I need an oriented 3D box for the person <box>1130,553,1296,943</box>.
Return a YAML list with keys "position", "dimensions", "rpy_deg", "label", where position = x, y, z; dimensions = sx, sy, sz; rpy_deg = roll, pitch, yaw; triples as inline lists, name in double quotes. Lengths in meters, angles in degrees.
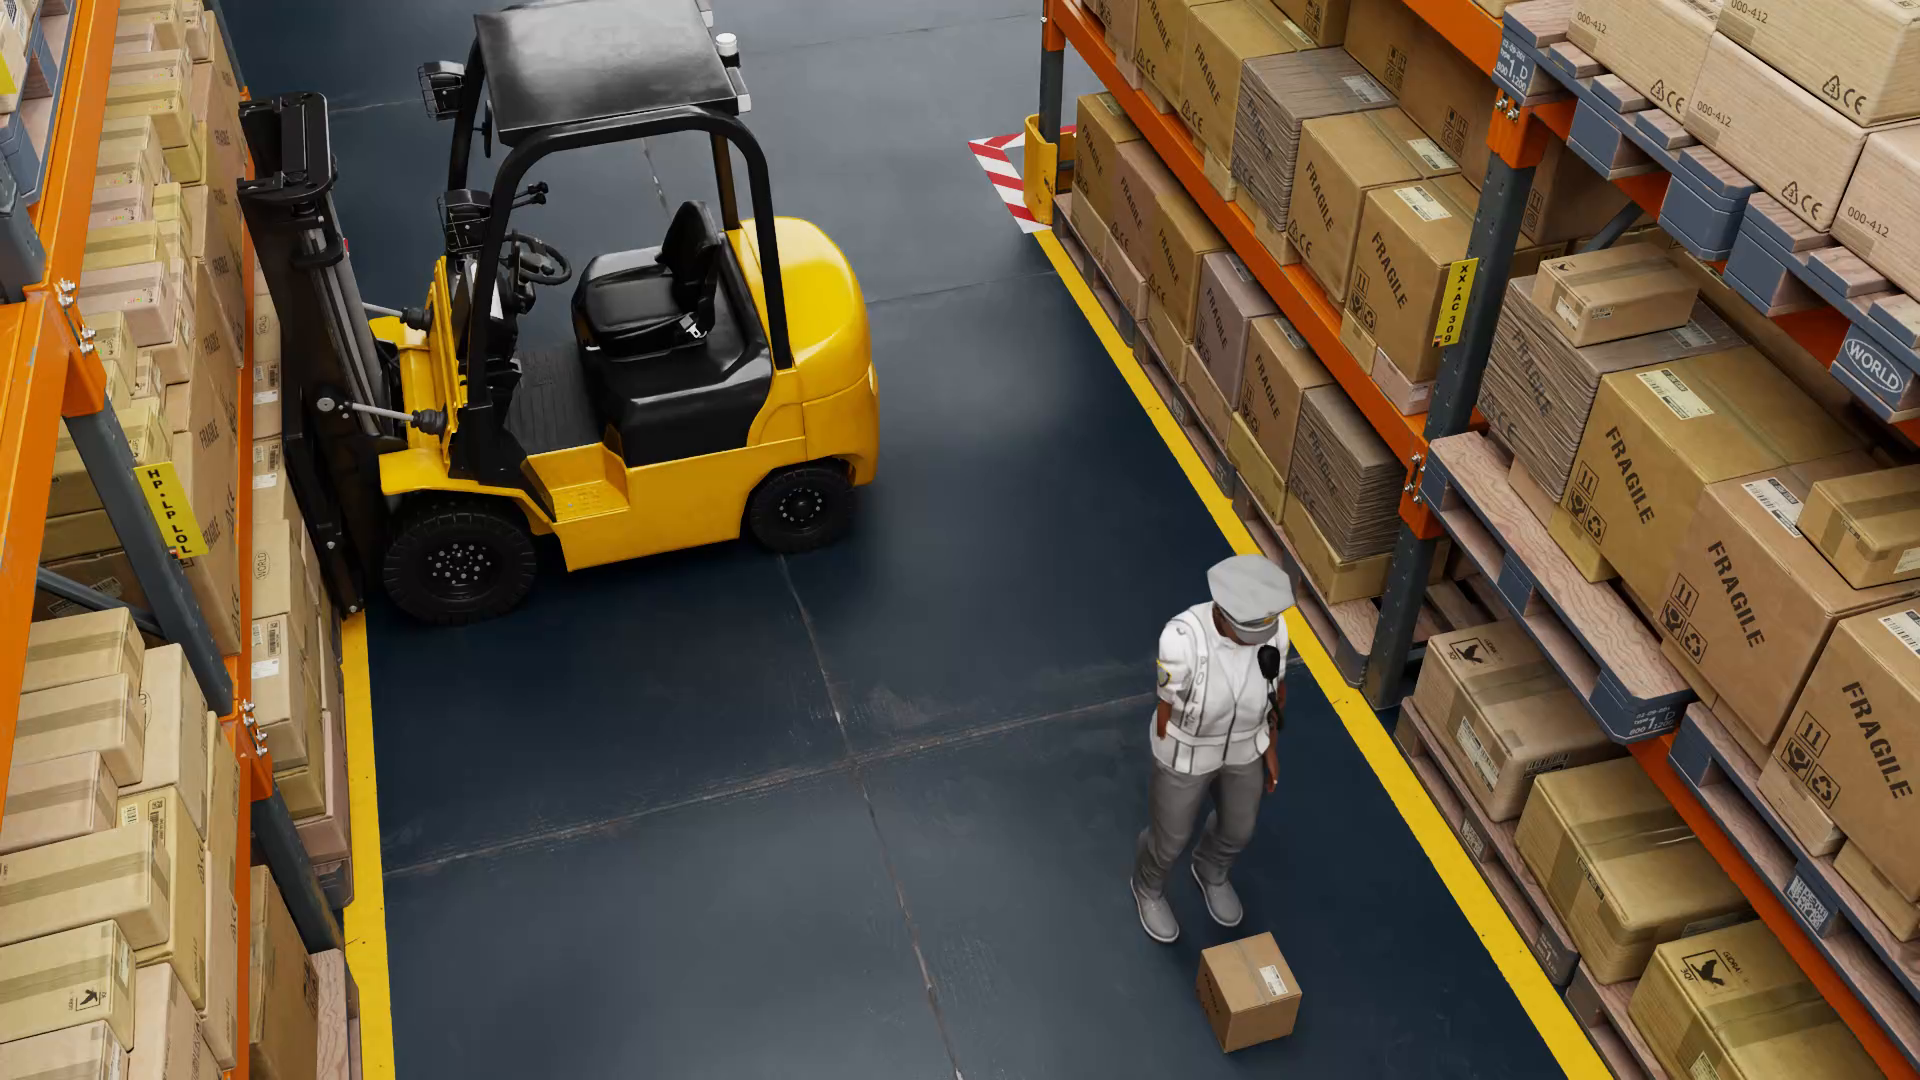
- position: [0.830, 0.688, 5.427]
  dimensions: [0.443, 1.652, 0.351]
  rpy_deg: [-11, 44, -12]
  label: "person"
